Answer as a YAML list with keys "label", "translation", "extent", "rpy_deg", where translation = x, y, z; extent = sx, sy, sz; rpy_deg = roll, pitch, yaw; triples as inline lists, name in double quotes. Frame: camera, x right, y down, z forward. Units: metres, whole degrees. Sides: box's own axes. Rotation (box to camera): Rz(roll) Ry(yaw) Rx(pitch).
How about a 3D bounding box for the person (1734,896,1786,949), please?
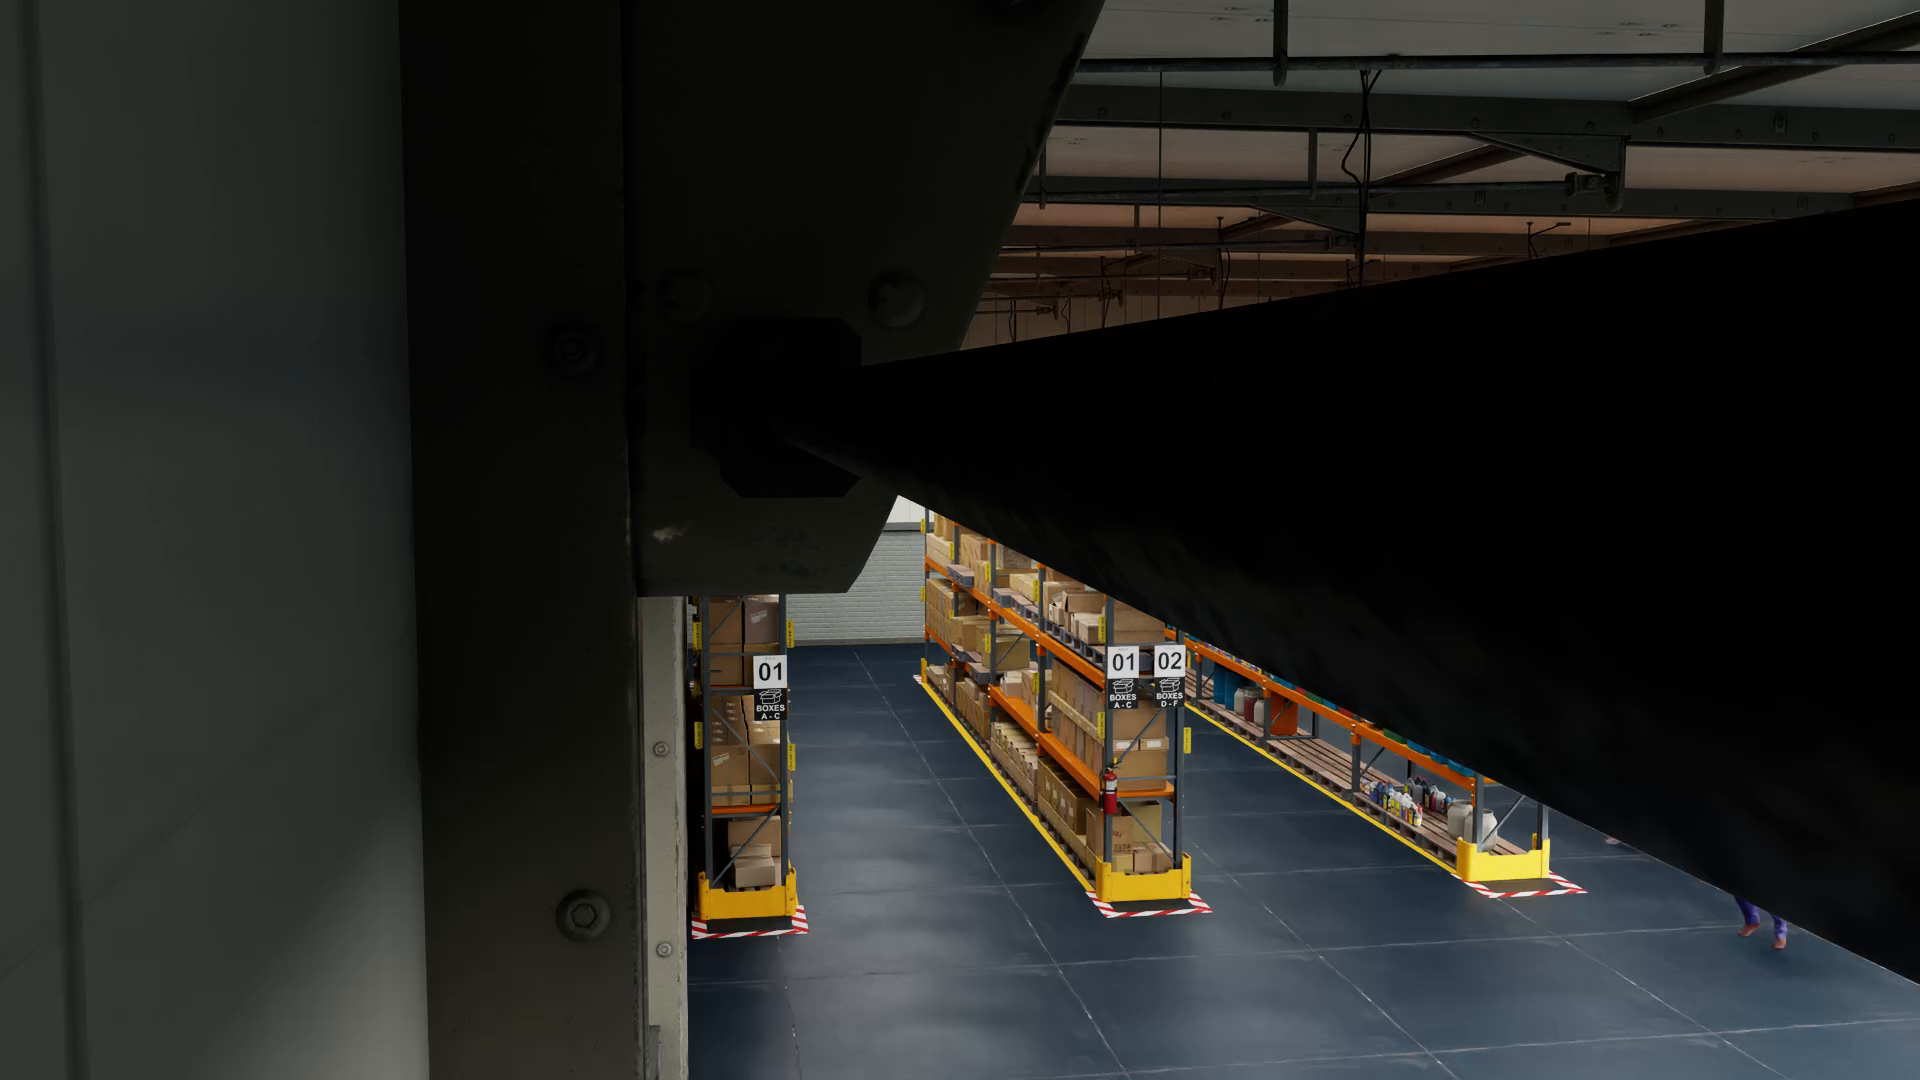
- label: "person"
  translation: [9.257, 3.820, 19.141]
  extent: [0.389, 1.670, 0.587]
  rpy_deg: [-4, 6, -35]

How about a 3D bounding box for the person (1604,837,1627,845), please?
- label: "person"
  translation: [9.312, 3.468, 23.309]
  extent: [0.374, 1.668, 0.528]
  rpy_deg: [-3, 6, -29]
